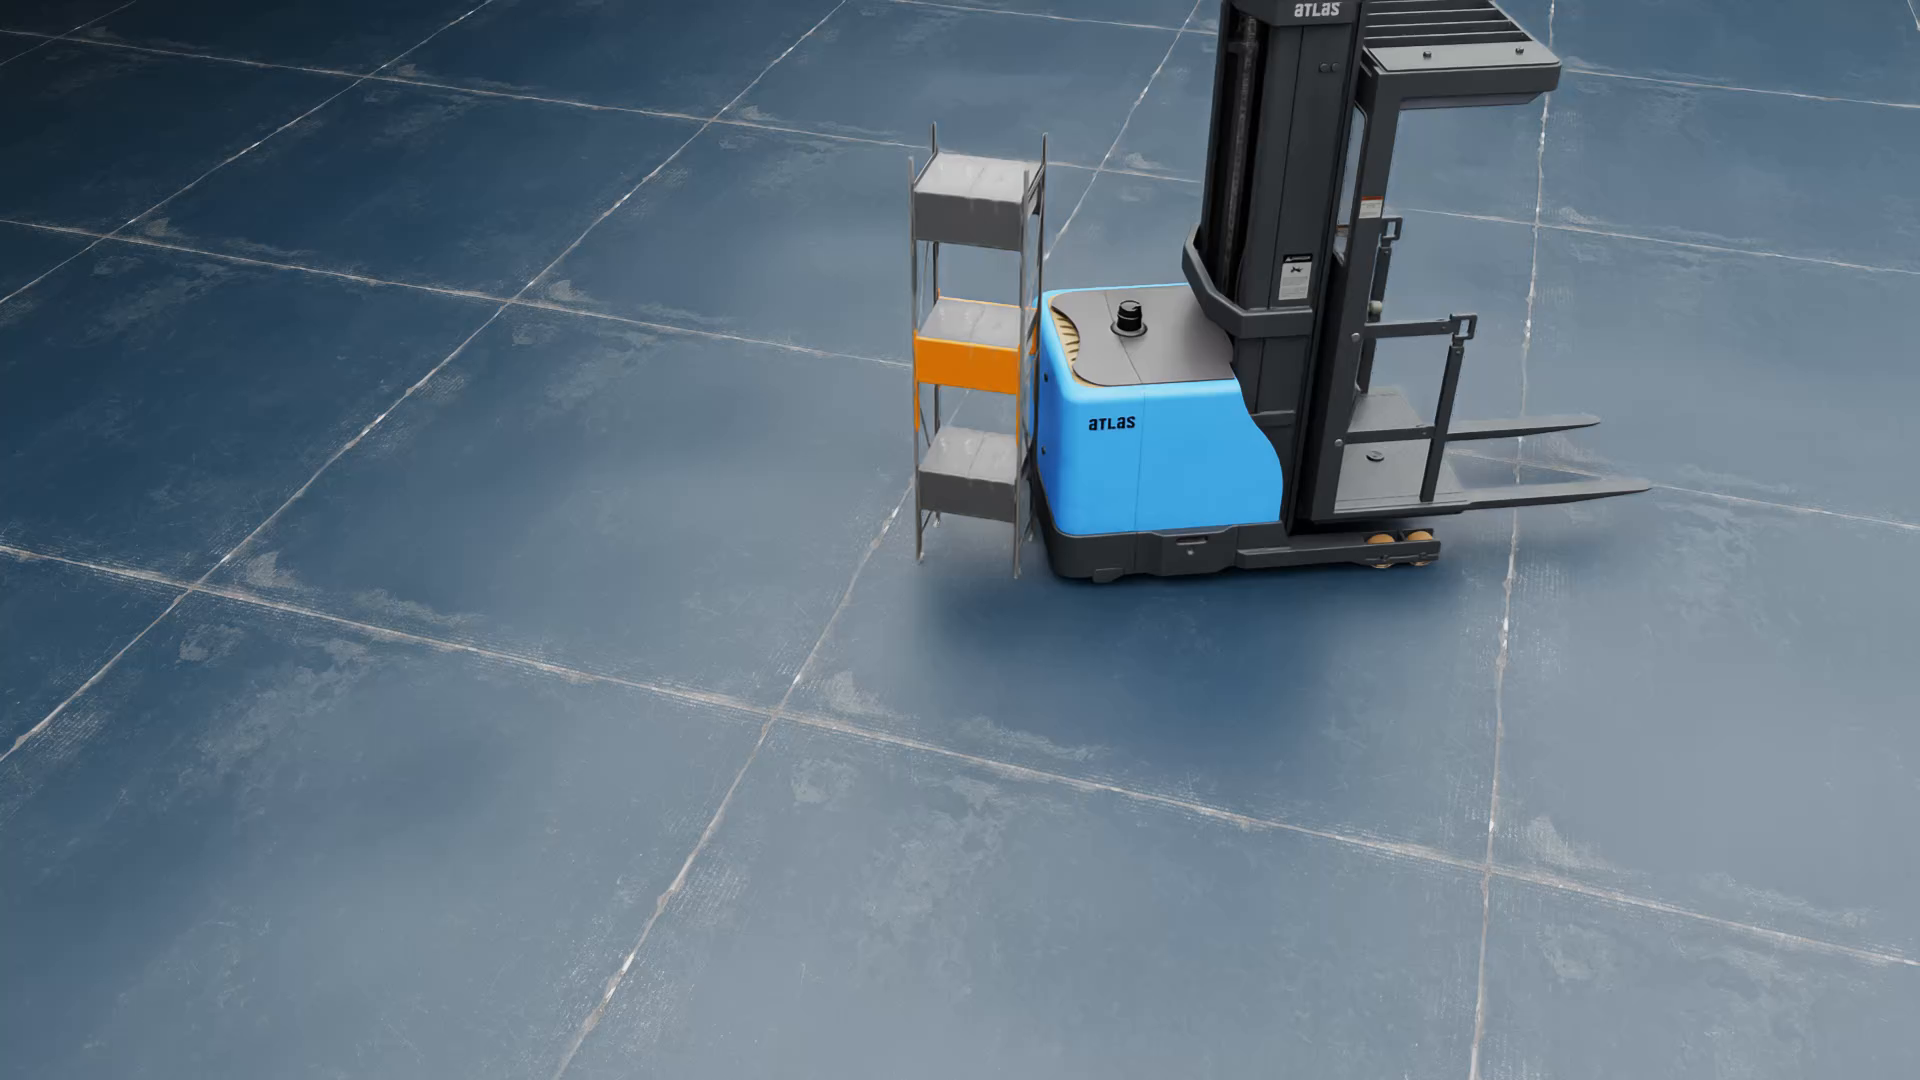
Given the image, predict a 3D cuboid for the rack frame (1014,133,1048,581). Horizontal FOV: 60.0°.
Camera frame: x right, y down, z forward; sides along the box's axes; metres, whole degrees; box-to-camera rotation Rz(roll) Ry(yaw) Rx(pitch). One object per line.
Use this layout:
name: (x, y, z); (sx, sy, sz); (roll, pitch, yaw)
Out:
rack frame: (0.316, -0.766, 7.519); (0.015, 2.100, 0.400); (9, 37, 12)

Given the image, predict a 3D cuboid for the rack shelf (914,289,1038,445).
rack shelf: (0.080, -0.791, 7.576); (0.480, 0.518, 0.431); (9, 37, 12)

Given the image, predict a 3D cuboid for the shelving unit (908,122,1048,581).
shelving unit: (0.080, -0.802, 7.568); (0.503, 2.100, 0.431); (9, 37, 12)

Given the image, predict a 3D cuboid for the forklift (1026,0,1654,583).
forklift: (1.893, -1.350, 7.612); (3.031, 2.935, 1.130); (-4, 37, -6)

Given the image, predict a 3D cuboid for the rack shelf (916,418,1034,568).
rack shelf: (0.080, -0.227, 7.991); (0.480, 0.518, 0.431); (9, 37, 12)

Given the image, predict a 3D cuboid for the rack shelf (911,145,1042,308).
rack shelf: (0.080, -1.355, 7.161); (0.480, 0.518, 0.431); (9, 37, 12)

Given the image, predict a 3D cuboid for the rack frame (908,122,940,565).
rack frame: (-0.157, -0.838, 7.617); (0.015, 2.100, 0.400); (9, 37, 12)
